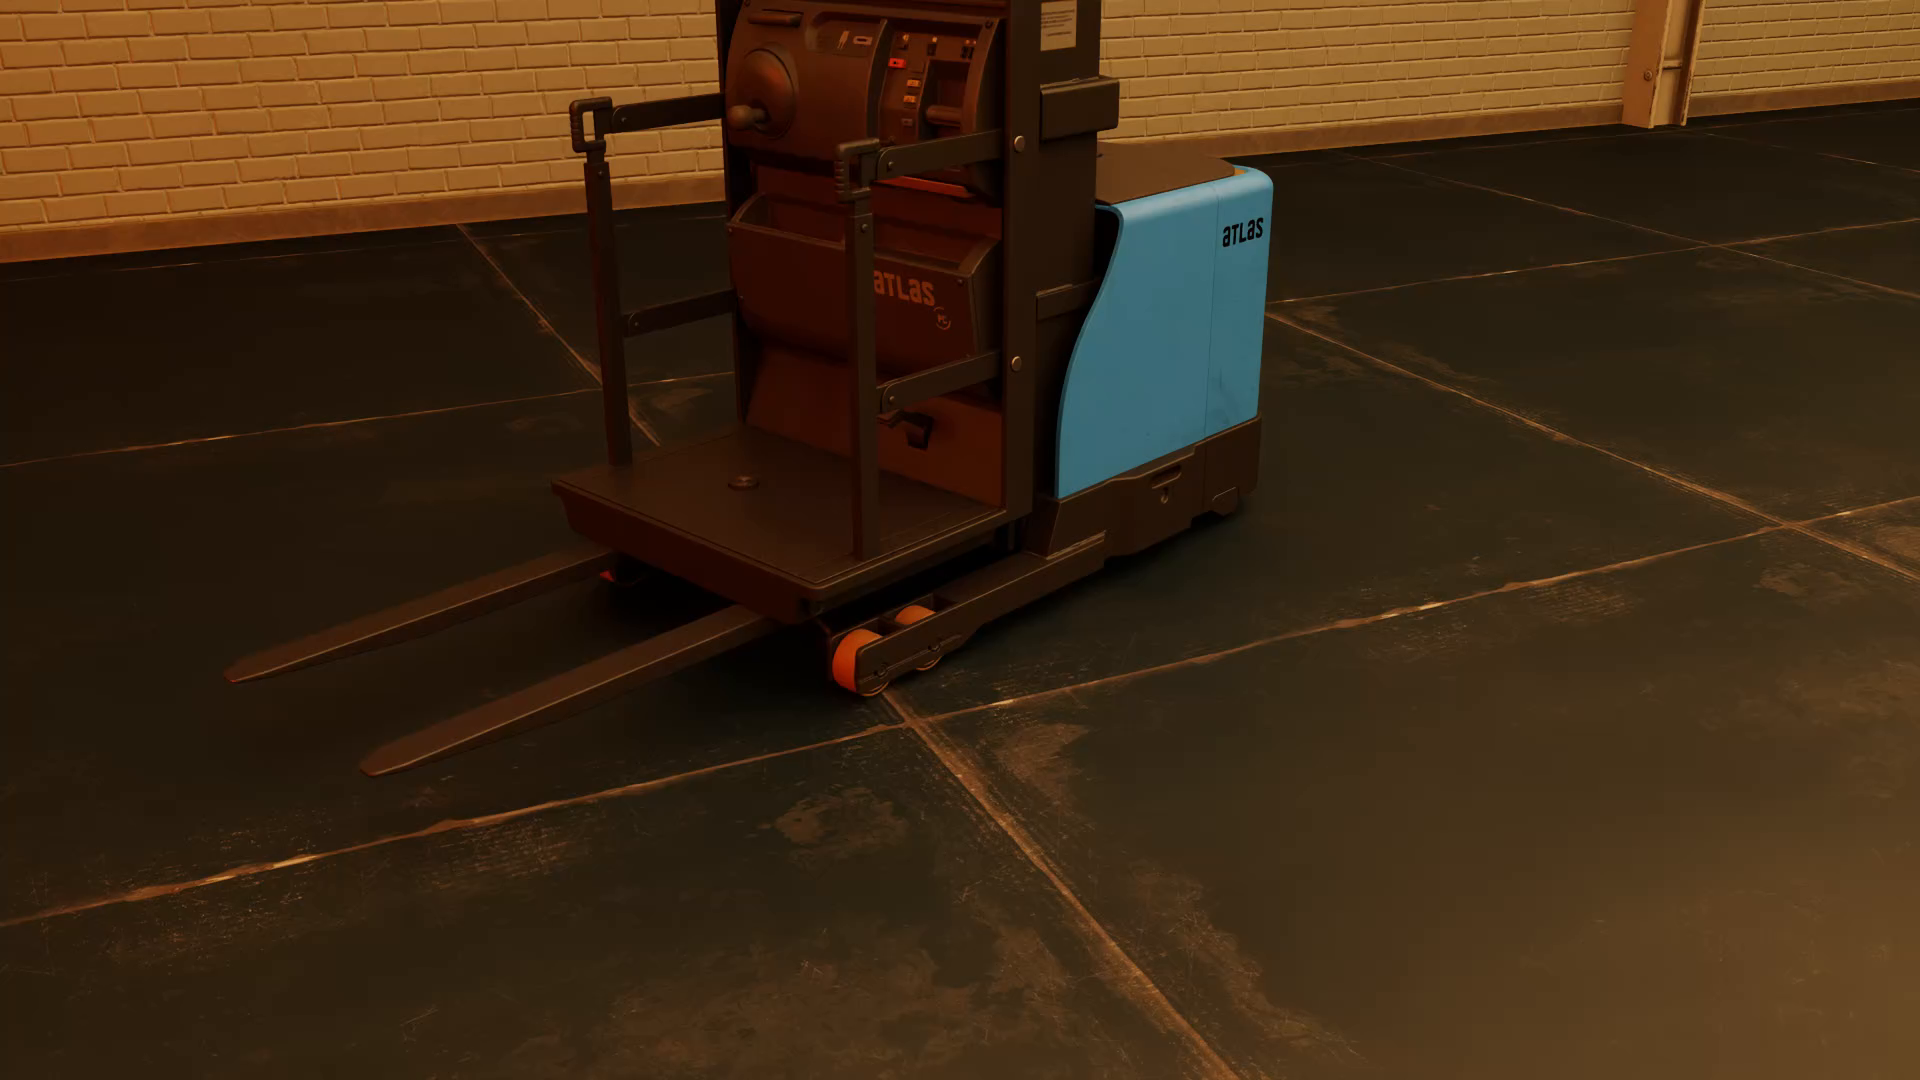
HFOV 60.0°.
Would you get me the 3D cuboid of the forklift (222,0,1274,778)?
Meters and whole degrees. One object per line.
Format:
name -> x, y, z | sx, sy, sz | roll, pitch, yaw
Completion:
forklift -> -0.413, -1.182, 4.131 | 1.130, 2.935, 3.031 | 19, 29, 39
